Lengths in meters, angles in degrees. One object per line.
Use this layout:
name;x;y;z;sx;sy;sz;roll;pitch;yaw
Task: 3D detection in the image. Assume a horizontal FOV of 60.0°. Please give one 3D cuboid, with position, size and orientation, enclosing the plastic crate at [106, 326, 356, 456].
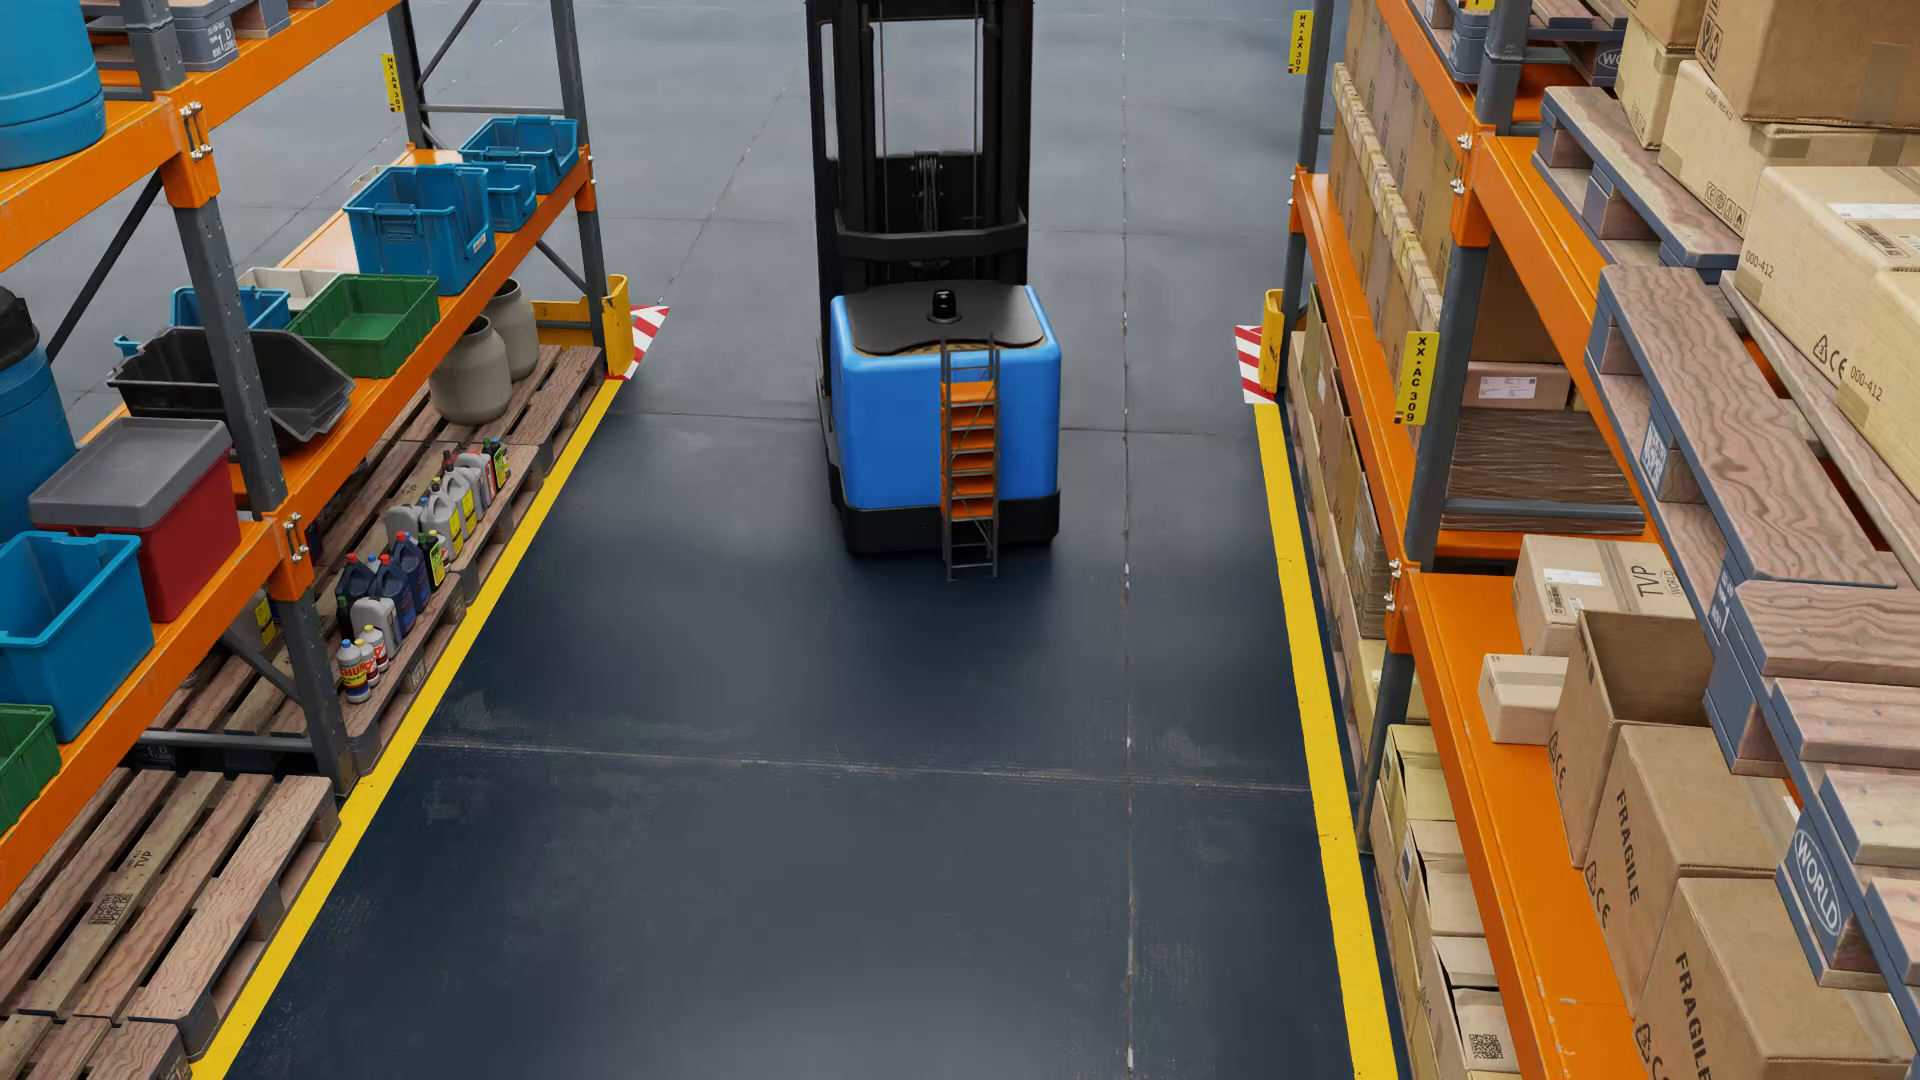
plastic crate;-2.752;-0.547;6.337;0.767;0.338;0.504;2;32;4

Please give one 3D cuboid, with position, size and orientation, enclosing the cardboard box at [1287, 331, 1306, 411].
cardboard box;2.076;-0.920;9.104;0.500;0.250;0.500;2;32;4

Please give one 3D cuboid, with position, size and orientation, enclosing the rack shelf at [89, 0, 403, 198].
rack shelf;-2.758;-2.321;6.984;1.077;0.370;4.000;2;32;4

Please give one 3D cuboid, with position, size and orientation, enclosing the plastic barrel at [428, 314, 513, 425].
plastic barrel;-2.614;-0.906;8.833;0.421;0.512;0.421;0;32;0

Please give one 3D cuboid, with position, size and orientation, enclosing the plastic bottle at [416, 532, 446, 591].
plastic bottle;-2.371;0.077;7.436;0.061;0.283;0.133;4;32;6

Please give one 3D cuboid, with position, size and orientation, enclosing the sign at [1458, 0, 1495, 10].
sign;1.462;-1.645;4.633;0.100;0.325;0.005;2;32;4

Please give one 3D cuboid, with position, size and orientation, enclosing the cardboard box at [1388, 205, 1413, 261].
cardboard box;1.929;-1.225;6.665;0.380;0.149;0.250;3;32;5

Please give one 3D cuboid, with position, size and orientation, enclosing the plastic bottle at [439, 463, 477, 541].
plastic bottle;-2.377;-0.187;7.800;0.144;0.351;0.185;4;32;6

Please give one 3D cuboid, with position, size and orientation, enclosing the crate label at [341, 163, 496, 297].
crate label;-2.476;-1.437;7.690;0.502;0.435;0.616;2;32;4

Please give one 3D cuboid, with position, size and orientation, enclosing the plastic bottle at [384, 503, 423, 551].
plastic bottle;-2.542;-0.051;7.650;0.152;0.276;0.135;2;32;4

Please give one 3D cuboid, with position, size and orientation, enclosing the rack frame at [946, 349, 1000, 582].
rack frame;0.058;-0.321;7.627;0.240;1.200;0.006;-4;32;-7

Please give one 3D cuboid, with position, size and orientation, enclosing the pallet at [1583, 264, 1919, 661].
pallet;1.744;-0.140;2.939;1.003;0.211;1.213;4;32;6

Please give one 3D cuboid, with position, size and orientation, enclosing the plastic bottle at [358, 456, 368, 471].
plastic bottle;-3.054;-0.487;8.363;0.097;0.271;0.097;0;32;0

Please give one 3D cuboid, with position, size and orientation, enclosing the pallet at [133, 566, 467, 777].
pallet;-2.825;0.533;7.184;1.003;0.211;1.213;2;32;4

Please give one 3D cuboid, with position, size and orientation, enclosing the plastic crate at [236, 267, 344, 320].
plastic crate;-3.041;-1.052;7.350;0.530;0.136;0.437;2;32;4

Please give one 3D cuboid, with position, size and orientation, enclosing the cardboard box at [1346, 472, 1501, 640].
cardboard box;1.888;0.069;6.785;0.500;0.500;0.500;2;32;4

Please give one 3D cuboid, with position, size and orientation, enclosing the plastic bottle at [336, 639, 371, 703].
plastic bottle;-2.458;0.522;6.726;0.097;0.271;0.097;0;32;0

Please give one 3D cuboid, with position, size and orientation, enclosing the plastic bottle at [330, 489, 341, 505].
plastic bottle;-3.082;-0.308;8.072;0.097;0.271;0.097;0;32;0

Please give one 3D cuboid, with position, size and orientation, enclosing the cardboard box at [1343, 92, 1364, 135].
cardboard box;2.054;-2.037;7.983;0.380;0.149;0.250;3;32;4

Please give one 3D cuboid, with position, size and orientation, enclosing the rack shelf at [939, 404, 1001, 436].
rack shelf;0.045;-0.535;7.602;0.258;0.103;0.180;-4;32;-7

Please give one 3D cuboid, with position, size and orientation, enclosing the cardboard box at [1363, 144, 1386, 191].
cardboard box;1.992;-1.632;7.325;0.380;0.149;0.250;2;32;3

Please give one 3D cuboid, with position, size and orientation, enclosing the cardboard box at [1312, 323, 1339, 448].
cardboard box;2.009;-0.716;8.058;0.500;0.500;0.500;2;32;4

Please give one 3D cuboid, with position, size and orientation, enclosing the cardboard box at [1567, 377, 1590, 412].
cardboard box;2.230;-0.542;5.557;0.380;0.149;0.250;2;32;4

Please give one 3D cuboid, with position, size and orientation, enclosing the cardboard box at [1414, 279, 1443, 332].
cardboard box;1.865;-0.827;6.020;0.380;0.149;0.250;2;32;3

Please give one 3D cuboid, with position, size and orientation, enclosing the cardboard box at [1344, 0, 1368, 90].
cardboard box;2.286;-2.506;8.126;0.700;0.500;0.500;3;32;4

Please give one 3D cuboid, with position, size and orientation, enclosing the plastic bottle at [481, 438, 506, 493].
plastic bottle;-2.299;-0.386;8.187;0.061;0.283;0.133;3;32;5

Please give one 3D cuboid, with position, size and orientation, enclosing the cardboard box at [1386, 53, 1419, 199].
cardboard box;2.168;-1.706;6.827;0.700;0.500;0.500;2;32;4

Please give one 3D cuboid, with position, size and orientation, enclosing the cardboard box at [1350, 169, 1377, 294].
cardboard box;2.206;-1.448;7.645;0.700;0.500;0.500;3;32;4

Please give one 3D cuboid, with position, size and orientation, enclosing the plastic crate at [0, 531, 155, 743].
plastic crate;-2.701;0.292;4.932;0.392;0.384;0.575;2;32;4

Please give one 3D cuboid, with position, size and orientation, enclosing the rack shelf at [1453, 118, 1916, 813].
rack shelf;1.853;-0.016;3.244;1.077;0.370;4.000;2;32;4

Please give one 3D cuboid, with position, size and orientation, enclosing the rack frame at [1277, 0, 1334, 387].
rack frame;2.341;-2.183;8.933;1.000;3.000;0.127;2;32;4

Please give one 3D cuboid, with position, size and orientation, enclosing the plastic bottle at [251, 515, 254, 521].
plastic bottle;-3.114;0.017;7.468;0.144;0.351;0.185;2;32;4

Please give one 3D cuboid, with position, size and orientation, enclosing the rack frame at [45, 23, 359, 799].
rack frame;-2.921;-0.305;5.885;1.000;3.000;0.127;2;32;4

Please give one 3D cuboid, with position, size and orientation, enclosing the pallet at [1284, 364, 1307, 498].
pallet;2.321;-0.594;9.013;1.003;0.211;1.213;2;32;4

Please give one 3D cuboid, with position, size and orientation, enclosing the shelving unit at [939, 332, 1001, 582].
shelving unit;0.045;-0.369;7.705;0.258;1.200;0.189;-4;32;-7

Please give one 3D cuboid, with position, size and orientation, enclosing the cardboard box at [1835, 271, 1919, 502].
cardboard box;1.753;-0.205;2.607;0.500;0.250;0.500;2;32;3

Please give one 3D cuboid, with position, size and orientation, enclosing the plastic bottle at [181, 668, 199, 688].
plastic bottle;-3.202;0.496;6.834;0.097;0.201;0.097;0;32;0

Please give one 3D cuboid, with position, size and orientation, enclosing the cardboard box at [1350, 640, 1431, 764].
cardboard box;1.835;0.649;6.559;0.500;0.250;0.500;2;32;4

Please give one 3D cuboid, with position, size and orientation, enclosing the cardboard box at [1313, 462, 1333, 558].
cardboard box;1.952;-0.136;7.832;0.500;0.250;0.500;2;32;4

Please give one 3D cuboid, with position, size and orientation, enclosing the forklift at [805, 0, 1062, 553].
forklift;-0.227;-1.940;8.604;1.130;2.935;3.031;-4;32;-7

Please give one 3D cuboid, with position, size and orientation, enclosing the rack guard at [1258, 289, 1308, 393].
rack guard;2.343;-1.131;9.609;1.175;0.500;0.348;2;32;4

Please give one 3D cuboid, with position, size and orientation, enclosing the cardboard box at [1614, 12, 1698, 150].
cardboard box;1.956;-1.161;4.159;0.500;0.250;0.500;6;32;9

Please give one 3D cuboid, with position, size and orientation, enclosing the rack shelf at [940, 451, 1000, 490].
rack shelf;0.045;-0.331;7.728;0.258;0.103;0.180;-4;32;-7

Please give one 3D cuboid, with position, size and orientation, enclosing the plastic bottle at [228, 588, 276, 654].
plastic bottle;-3.012;0.293;7.021;0.144;0.351;0.185;2;32;4

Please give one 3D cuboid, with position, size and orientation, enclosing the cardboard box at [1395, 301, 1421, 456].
cardboard box;2.082;-0.642;6.338;0.700;0.500;0.500;2;32;3

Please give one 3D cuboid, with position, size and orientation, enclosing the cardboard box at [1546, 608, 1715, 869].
cardboard box;1.894;0.543;4.415;0.500;0.500;0.500;5;32;8

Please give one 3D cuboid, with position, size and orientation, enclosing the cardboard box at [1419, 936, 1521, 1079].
cardboard box;1.647;1.400;4.806;0.500;0.311;0.500;1;32;2

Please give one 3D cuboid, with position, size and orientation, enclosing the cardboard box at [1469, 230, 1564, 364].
cardboard box;2.045;-0.918;5.549;0.700;0.500;0.500;3;32;4

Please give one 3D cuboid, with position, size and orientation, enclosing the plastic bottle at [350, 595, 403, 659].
plastic bottle;-2.459;0.349;7.001;0.152;0.276;0.135;4;32;6

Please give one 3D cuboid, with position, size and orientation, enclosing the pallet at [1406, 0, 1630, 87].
pallet;2.059;-1.778;5.501;1.003;0.211;1.213;2;32;4

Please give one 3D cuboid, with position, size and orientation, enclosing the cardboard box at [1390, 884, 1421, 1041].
cardboard box;1.693;1.368;5.391;0.500;0.250;0.500;3;32;5

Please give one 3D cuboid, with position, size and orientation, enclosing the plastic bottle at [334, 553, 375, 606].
plastic bottle;-2.585;0.225;7.131;0.144;0.351;0.185;2;32;4

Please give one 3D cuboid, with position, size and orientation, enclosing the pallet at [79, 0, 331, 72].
pallet;-2.960;-1.883;5.767;1.213;0.211;1.003;2;32;4
